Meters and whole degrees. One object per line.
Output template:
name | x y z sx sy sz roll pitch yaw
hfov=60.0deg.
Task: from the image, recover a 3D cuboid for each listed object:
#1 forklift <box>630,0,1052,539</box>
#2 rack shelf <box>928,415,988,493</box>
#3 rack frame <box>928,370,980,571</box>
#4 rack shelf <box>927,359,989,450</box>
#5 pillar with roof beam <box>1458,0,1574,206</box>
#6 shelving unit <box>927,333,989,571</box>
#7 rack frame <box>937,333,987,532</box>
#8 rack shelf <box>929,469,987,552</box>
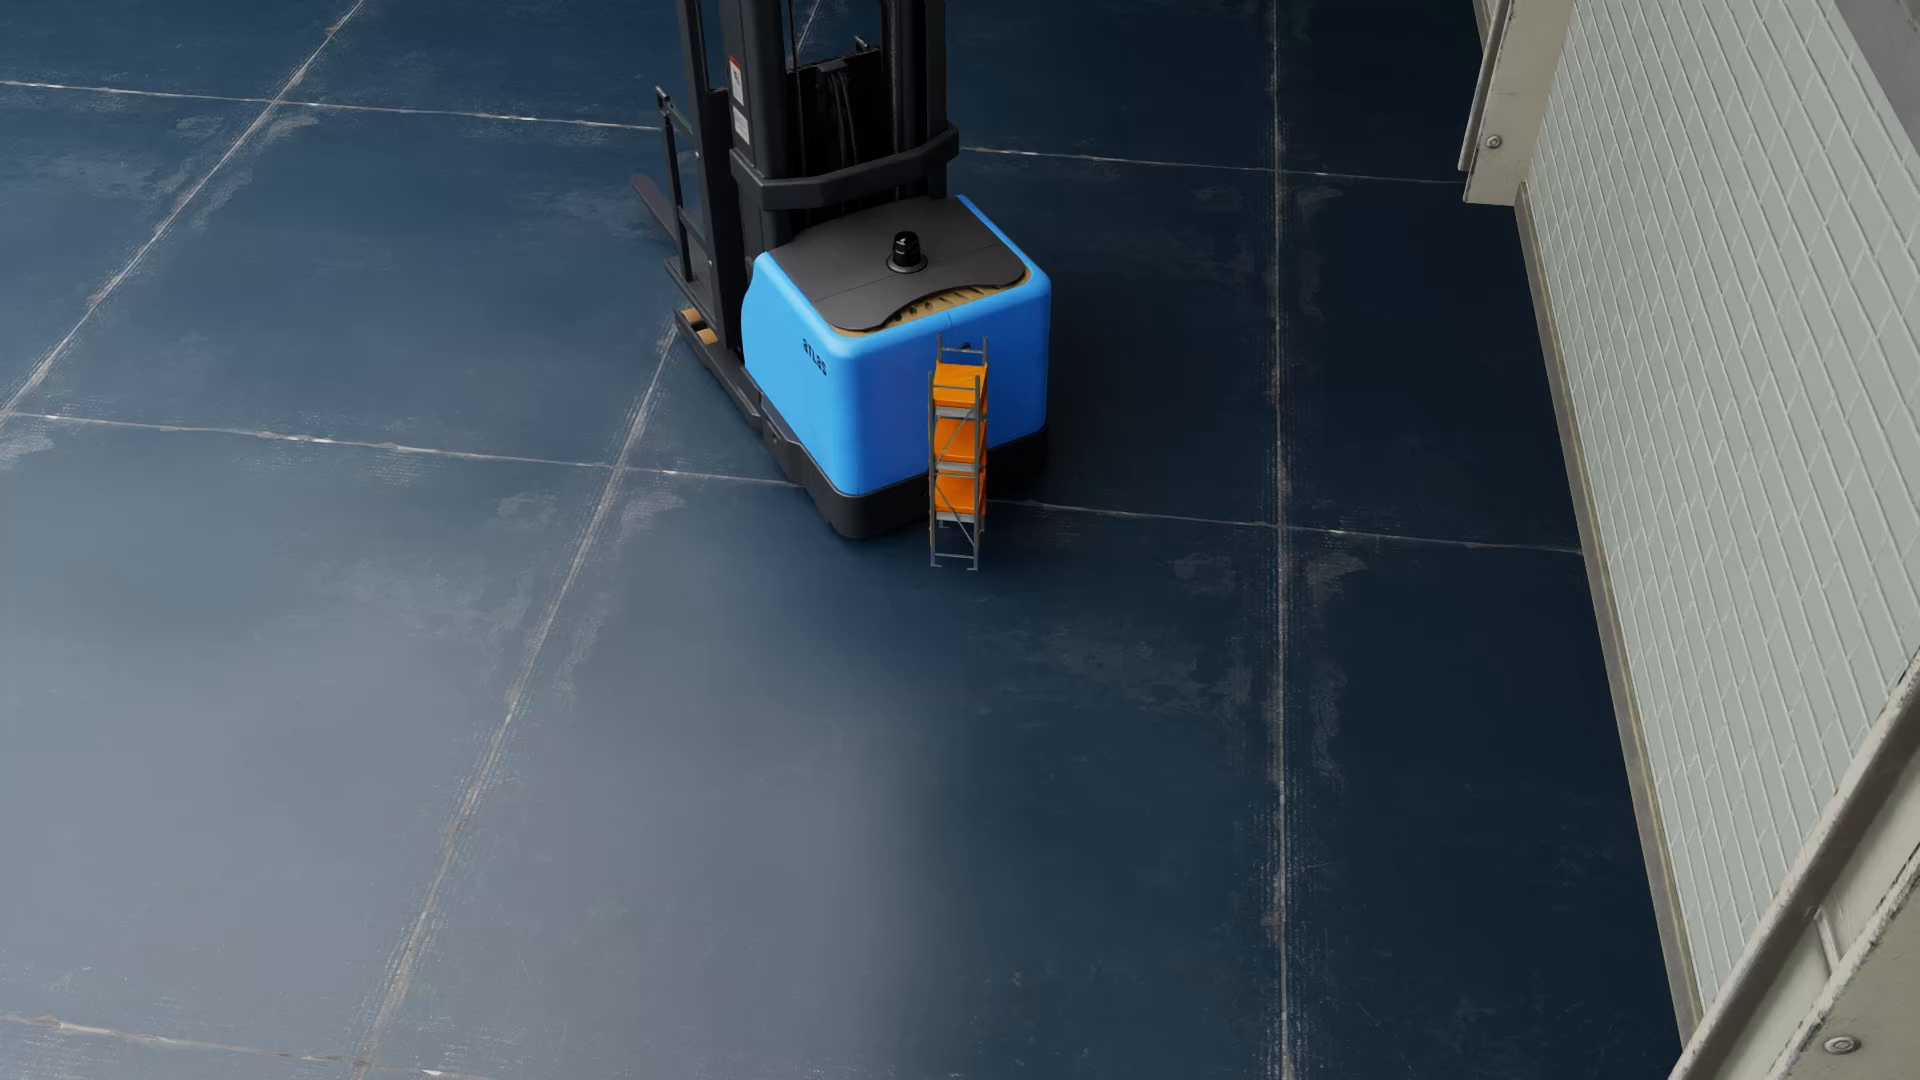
forklift | -0.760 -2.076 7.311 1.130 2.935 3.031 -21 47 -21
rack shelf | -0.007 -0.337 6.858 0.215 0.259 0.240 5 44 6
rack frame | -0.023 -0.262 6.763 0.200 1.050 0.008 5 44 6
rack shelf | -0.007 -0.543 6.663 0.215 0.259 0.240 5 44 6
pillar with roof beam | -1.292 -5.655 6.677 9.100 9.000 0.400 5 44 6
shelving unit | -0.007 -0.345 6.851 0.215 1.050 0.252 5 44 6
rack frame | 0.009 -0.428 6.938 0.200 1.050 0.008 5 44 6
rack shelf | -0.007 -0.135 7.049 0.215 0.259 0.240 5 44 6
